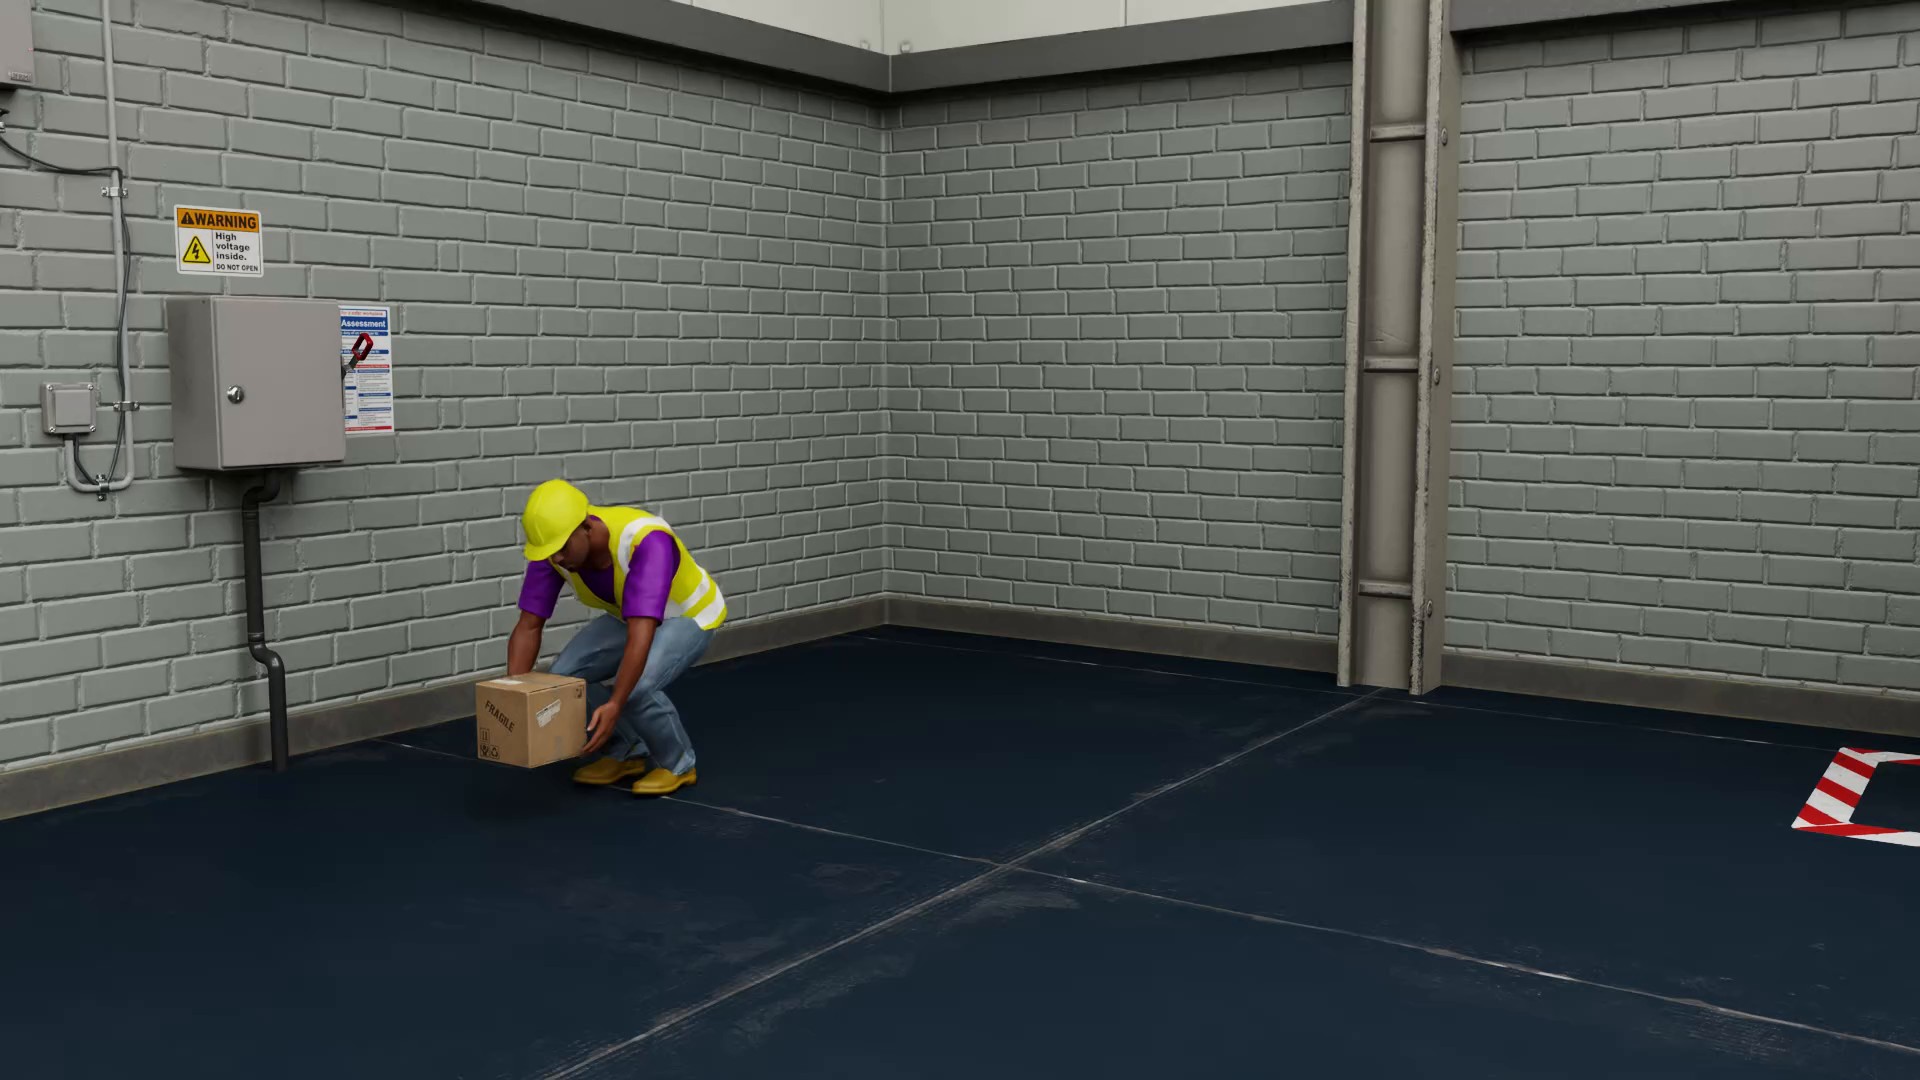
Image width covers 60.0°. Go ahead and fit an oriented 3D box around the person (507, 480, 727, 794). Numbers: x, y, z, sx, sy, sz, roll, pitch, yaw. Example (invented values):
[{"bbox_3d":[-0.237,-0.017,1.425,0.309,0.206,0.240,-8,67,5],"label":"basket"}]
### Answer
[{"bbox_3d":[-1.154,0.327,5.714,0.603,1.111,0.860,4,8,33],"label":"person"}]
